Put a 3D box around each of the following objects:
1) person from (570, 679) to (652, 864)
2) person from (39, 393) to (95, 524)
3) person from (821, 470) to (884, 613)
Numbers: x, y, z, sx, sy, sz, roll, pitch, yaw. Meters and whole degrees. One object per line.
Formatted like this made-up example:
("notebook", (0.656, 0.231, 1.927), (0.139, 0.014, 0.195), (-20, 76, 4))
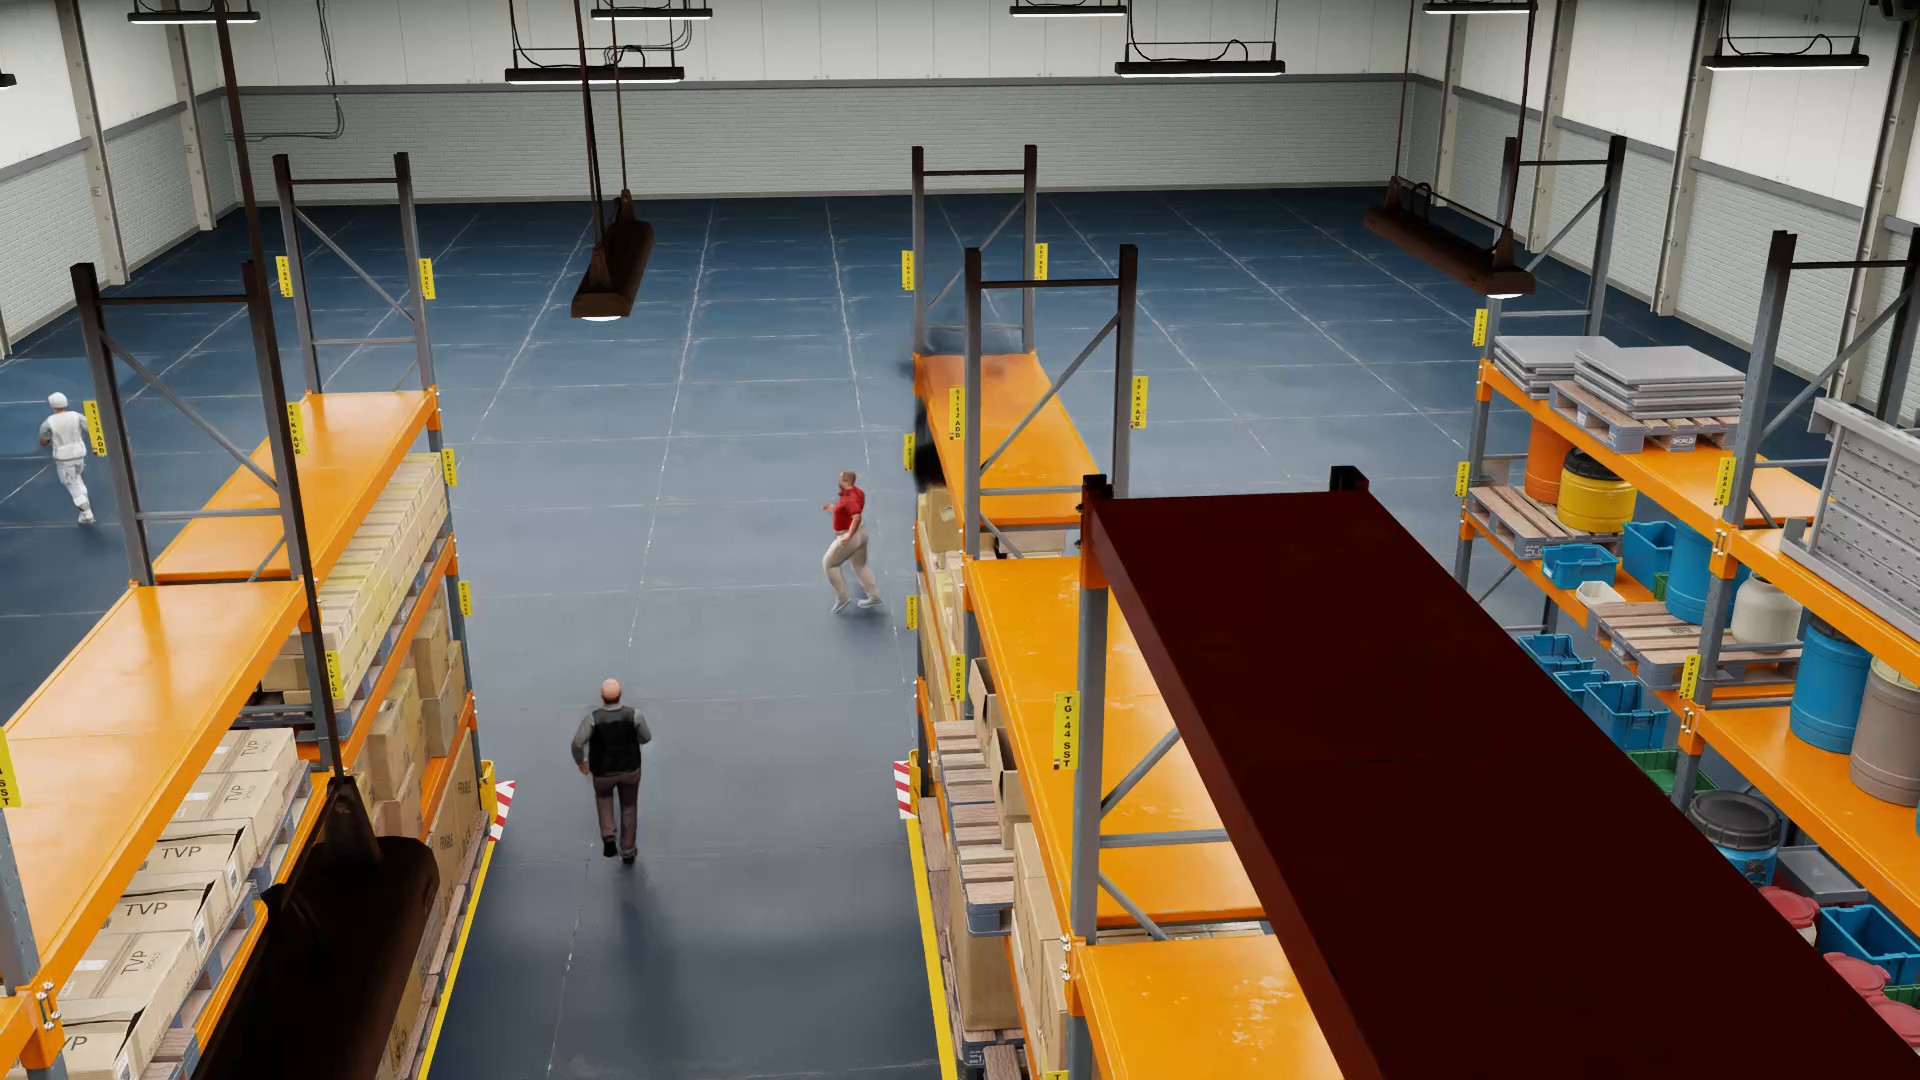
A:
("person", (-3.005, 1.956, 14.397), (0.689, 1.680, 0.586), (-6, 22, -15))
("person", (-11.717, -1.063, 21.910), (0.758, 1.839, 0.646), (15, 26, 34))
("person", (-1.292, 0.028, 19.281), (0.801, 1.776, 0.611), (10, 24, 23))
